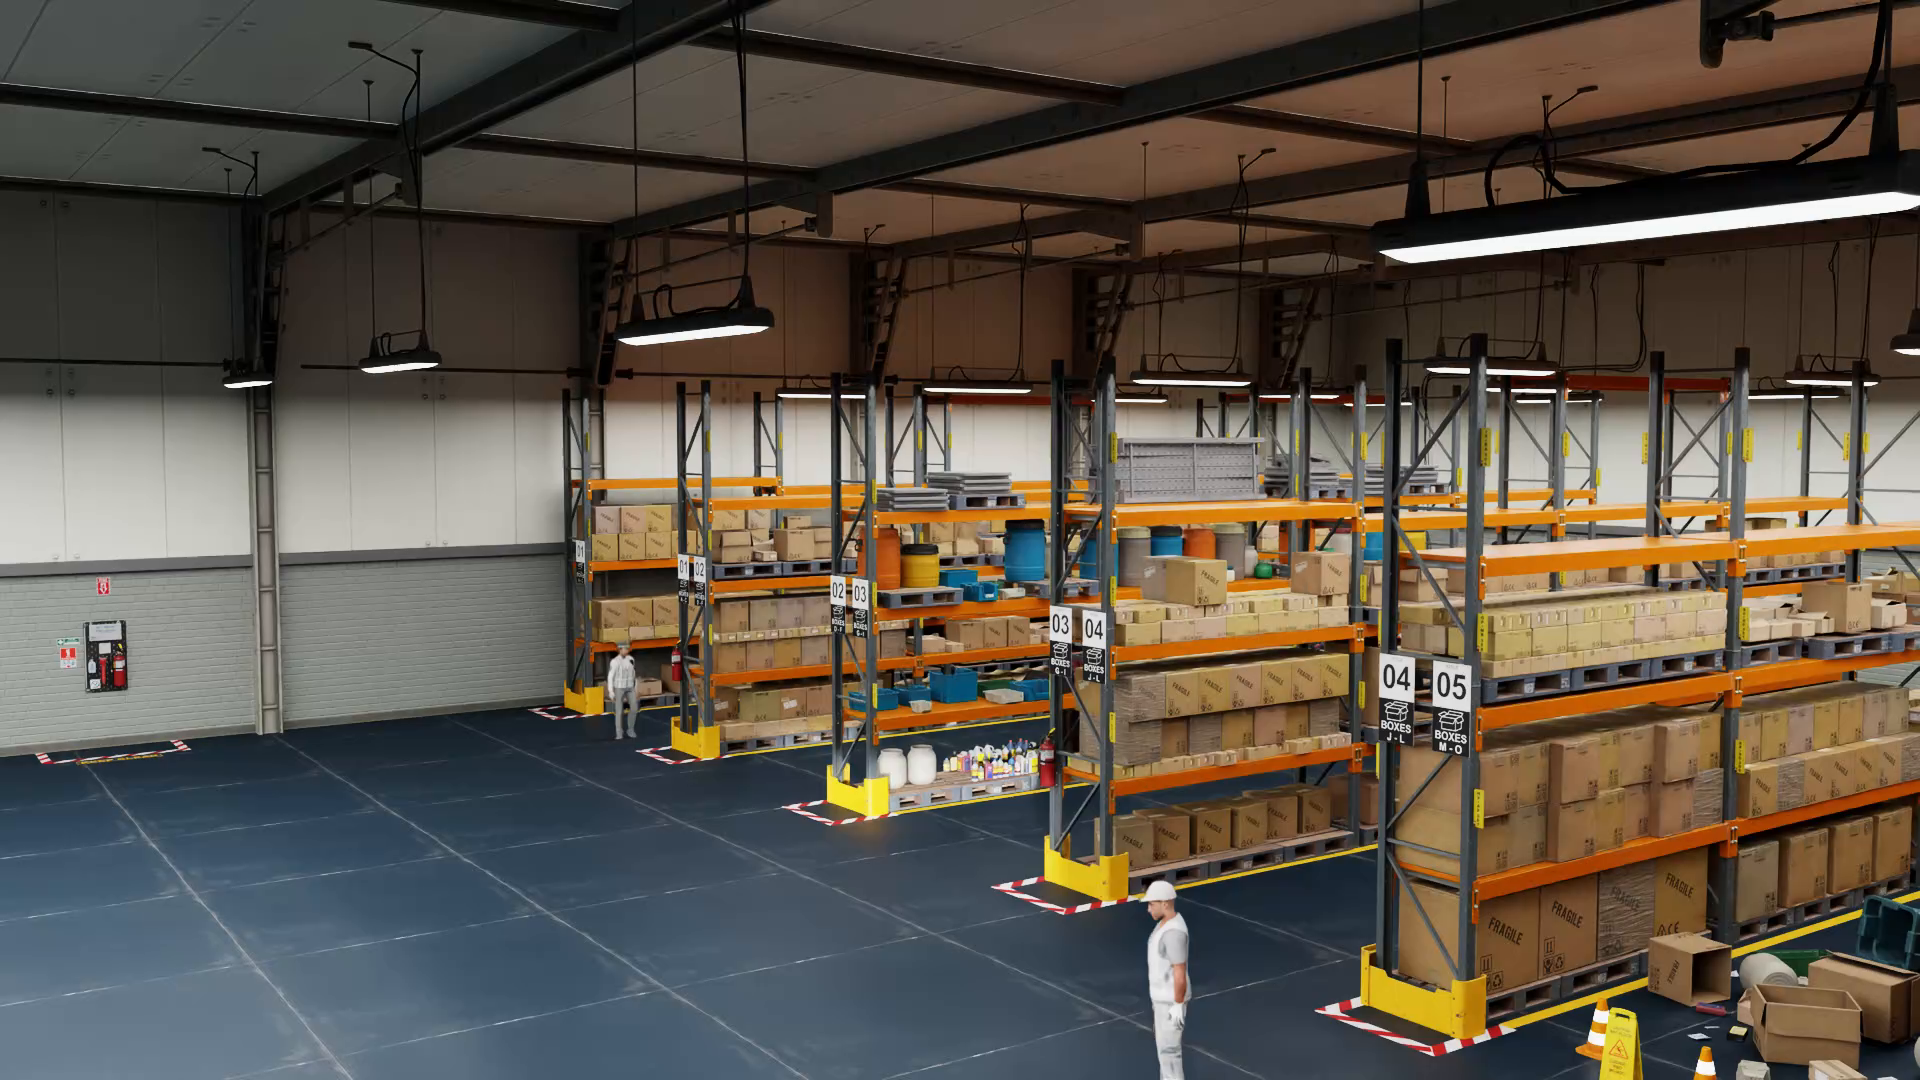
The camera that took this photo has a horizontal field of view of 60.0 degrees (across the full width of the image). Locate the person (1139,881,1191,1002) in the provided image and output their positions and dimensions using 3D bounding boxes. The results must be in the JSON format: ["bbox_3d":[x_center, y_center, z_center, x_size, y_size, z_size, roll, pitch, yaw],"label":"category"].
[{"bbox_3d":[1.542,2.995,12.499,0.393,0.853,0.417,0,4,4],"label":"person"}]

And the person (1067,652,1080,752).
[{"bbox_3d":[1.757,2.601,26.809,0.410,1.726,0.559,2,4,30],"label":"person"}]

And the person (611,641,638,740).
[{"bbox_3d":[-5.690,2.559,28.196,0.416,1.736,0.345,-3,5,-39],"label":"person"}]
